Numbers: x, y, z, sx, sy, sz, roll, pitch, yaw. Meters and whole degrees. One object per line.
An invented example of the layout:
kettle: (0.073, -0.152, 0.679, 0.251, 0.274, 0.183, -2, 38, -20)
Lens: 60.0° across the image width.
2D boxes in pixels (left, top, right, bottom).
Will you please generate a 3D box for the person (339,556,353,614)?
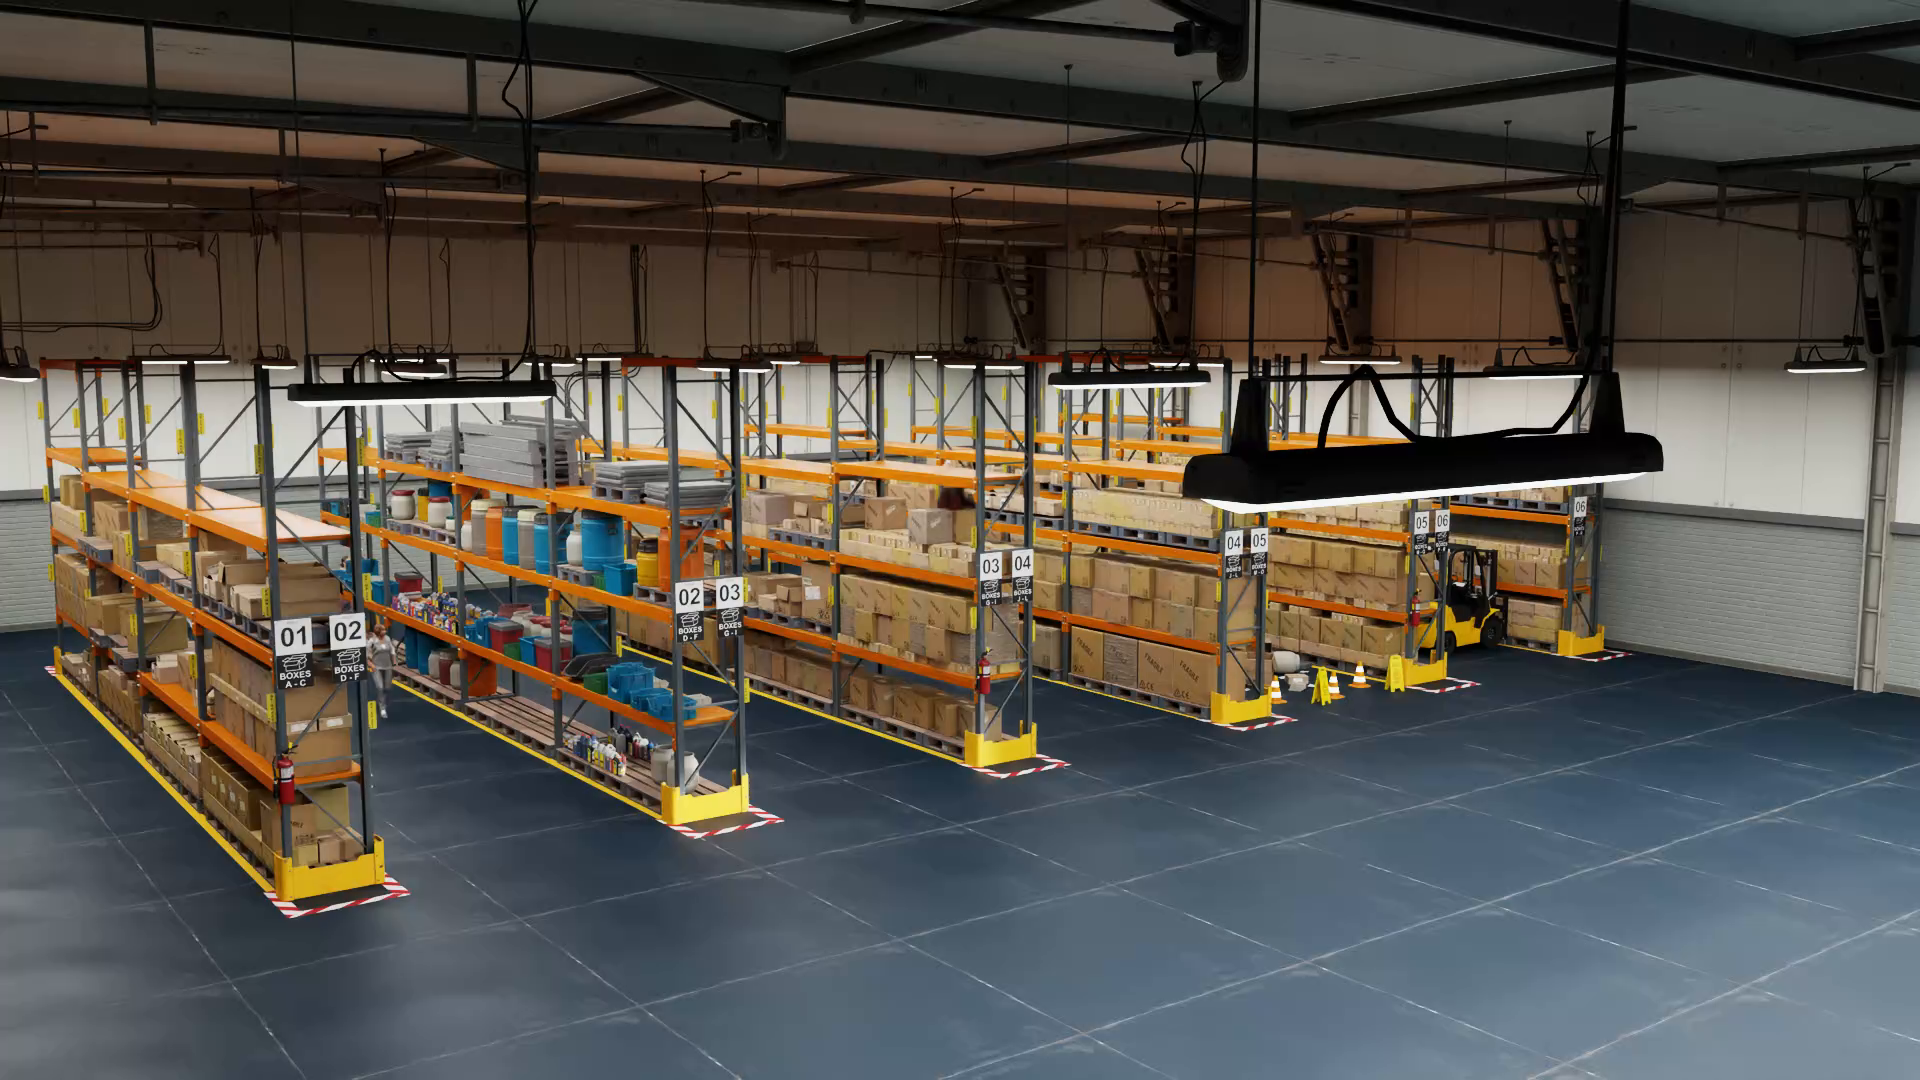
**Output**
person: (-13.282, 1.188, 36.071, 0.492, 1.701, 0.416, -4, 8, -28)

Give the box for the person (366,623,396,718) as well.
person: (-9.851, 2.187, 28.213, 0.563, 1.590, 0.648, -4, 8, -32)
